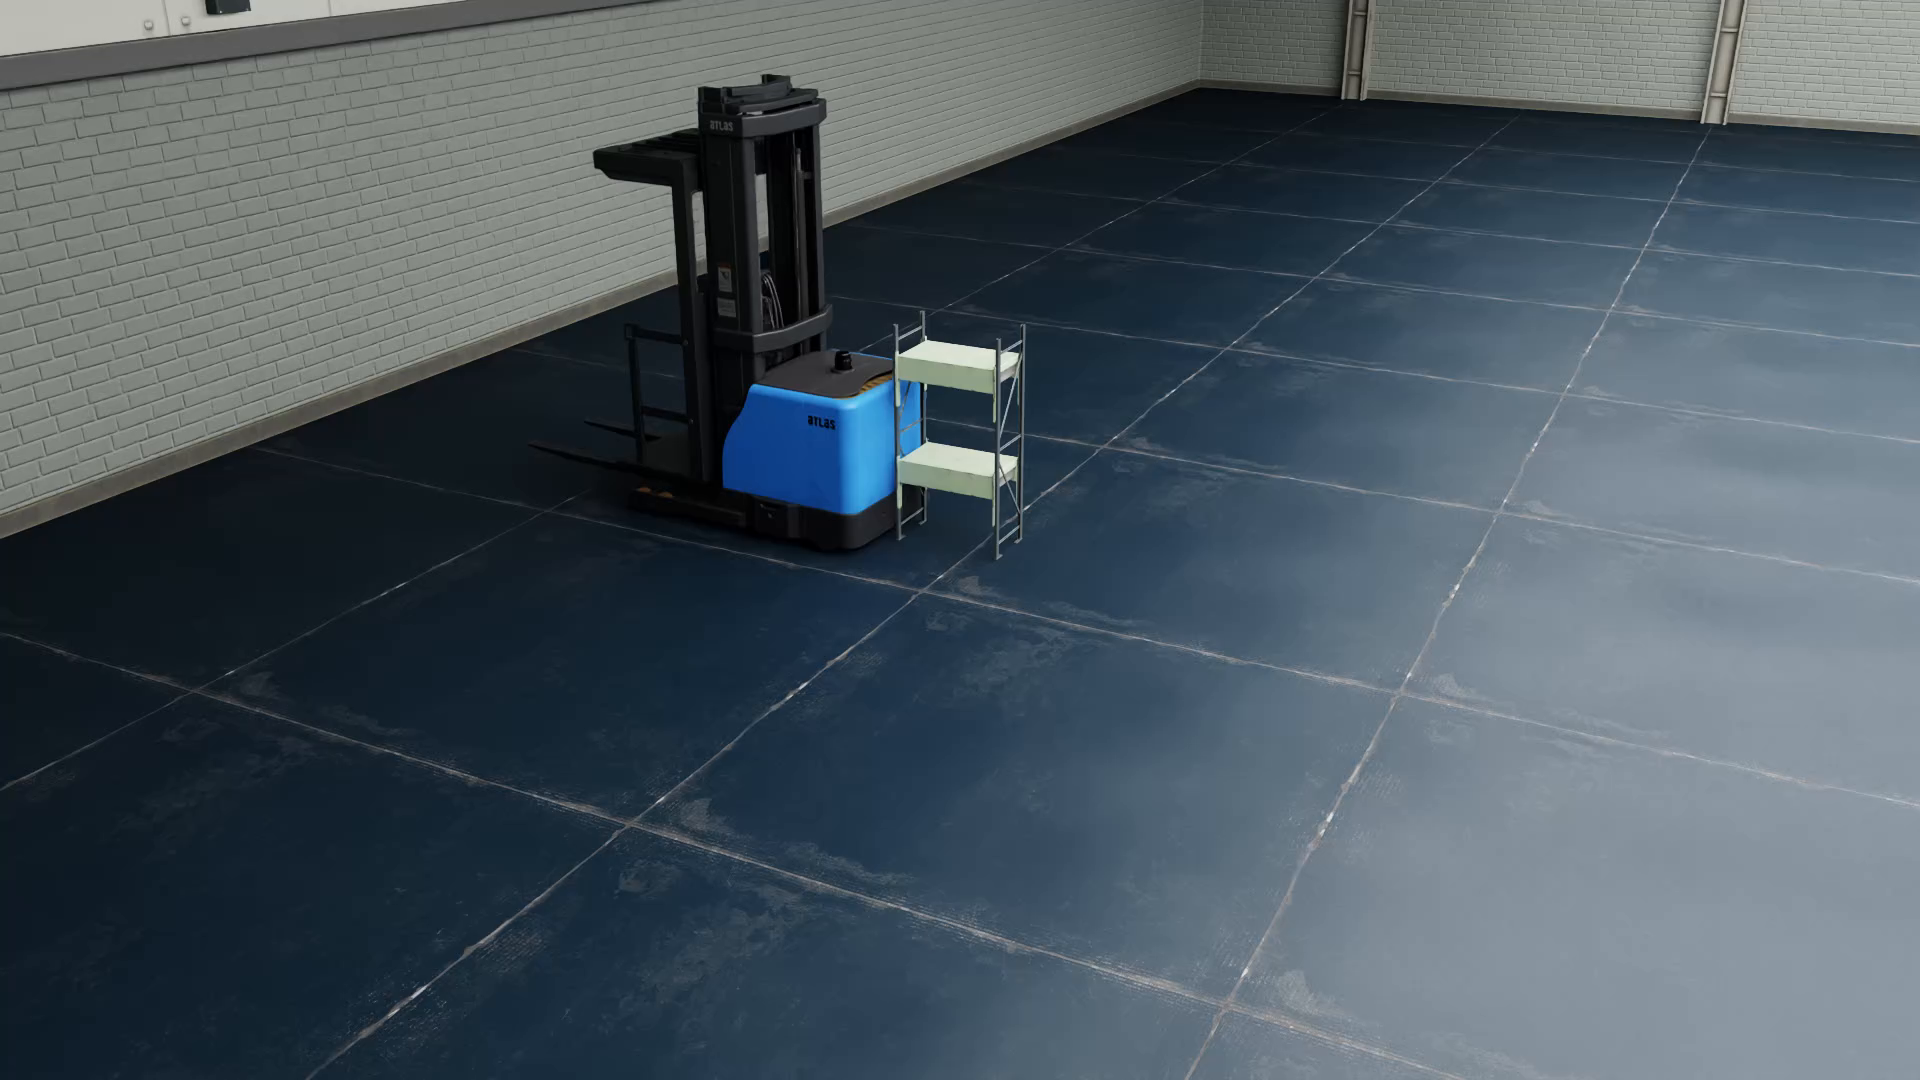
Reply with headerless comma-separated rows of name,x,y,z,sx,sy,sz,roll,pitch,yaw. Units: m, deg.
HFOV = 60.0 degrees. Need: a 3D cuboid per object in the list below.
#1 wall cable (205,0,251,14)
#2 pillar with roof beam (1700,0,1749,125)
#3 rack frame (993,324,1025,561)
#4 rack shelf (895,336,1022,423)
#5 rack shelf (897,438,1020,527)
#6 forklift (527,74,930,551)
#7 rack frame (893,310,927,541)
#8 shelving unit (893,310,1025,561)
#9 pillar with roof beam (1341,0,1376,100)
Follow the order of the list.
wall cable,-4.855,-6.951,11.752,0.169,6.003,2.305,11,25,25
pillar with roof beam,10.505,-9.530,22.161,0.400,9.000,9.100,11,25,25
rack frame,0.321,-0.627,10.807,0.023,1.500,0.400,11,25,25
rack shelf,-0.006,-1.050,10.807,0.720,0.370,0.431,11,25,25
rack shelf,-0.006,-0.391,11.087,0.720,0.370,0.431,11,25,25
forklift,-1.745,-1.681,11.457,3.031,2.935,1.130,13,26,27
rack frame,-0.333,-0.756,11.111,0.023,1.500,0.400,11,25,25
shelving unit,-0.006,-0.691,10.959,0.755,1.500,0.431,11,25,25
pillar with roof beam,5.150,-10.590,24.652,0.400,9.000,9.100,11,25,25
